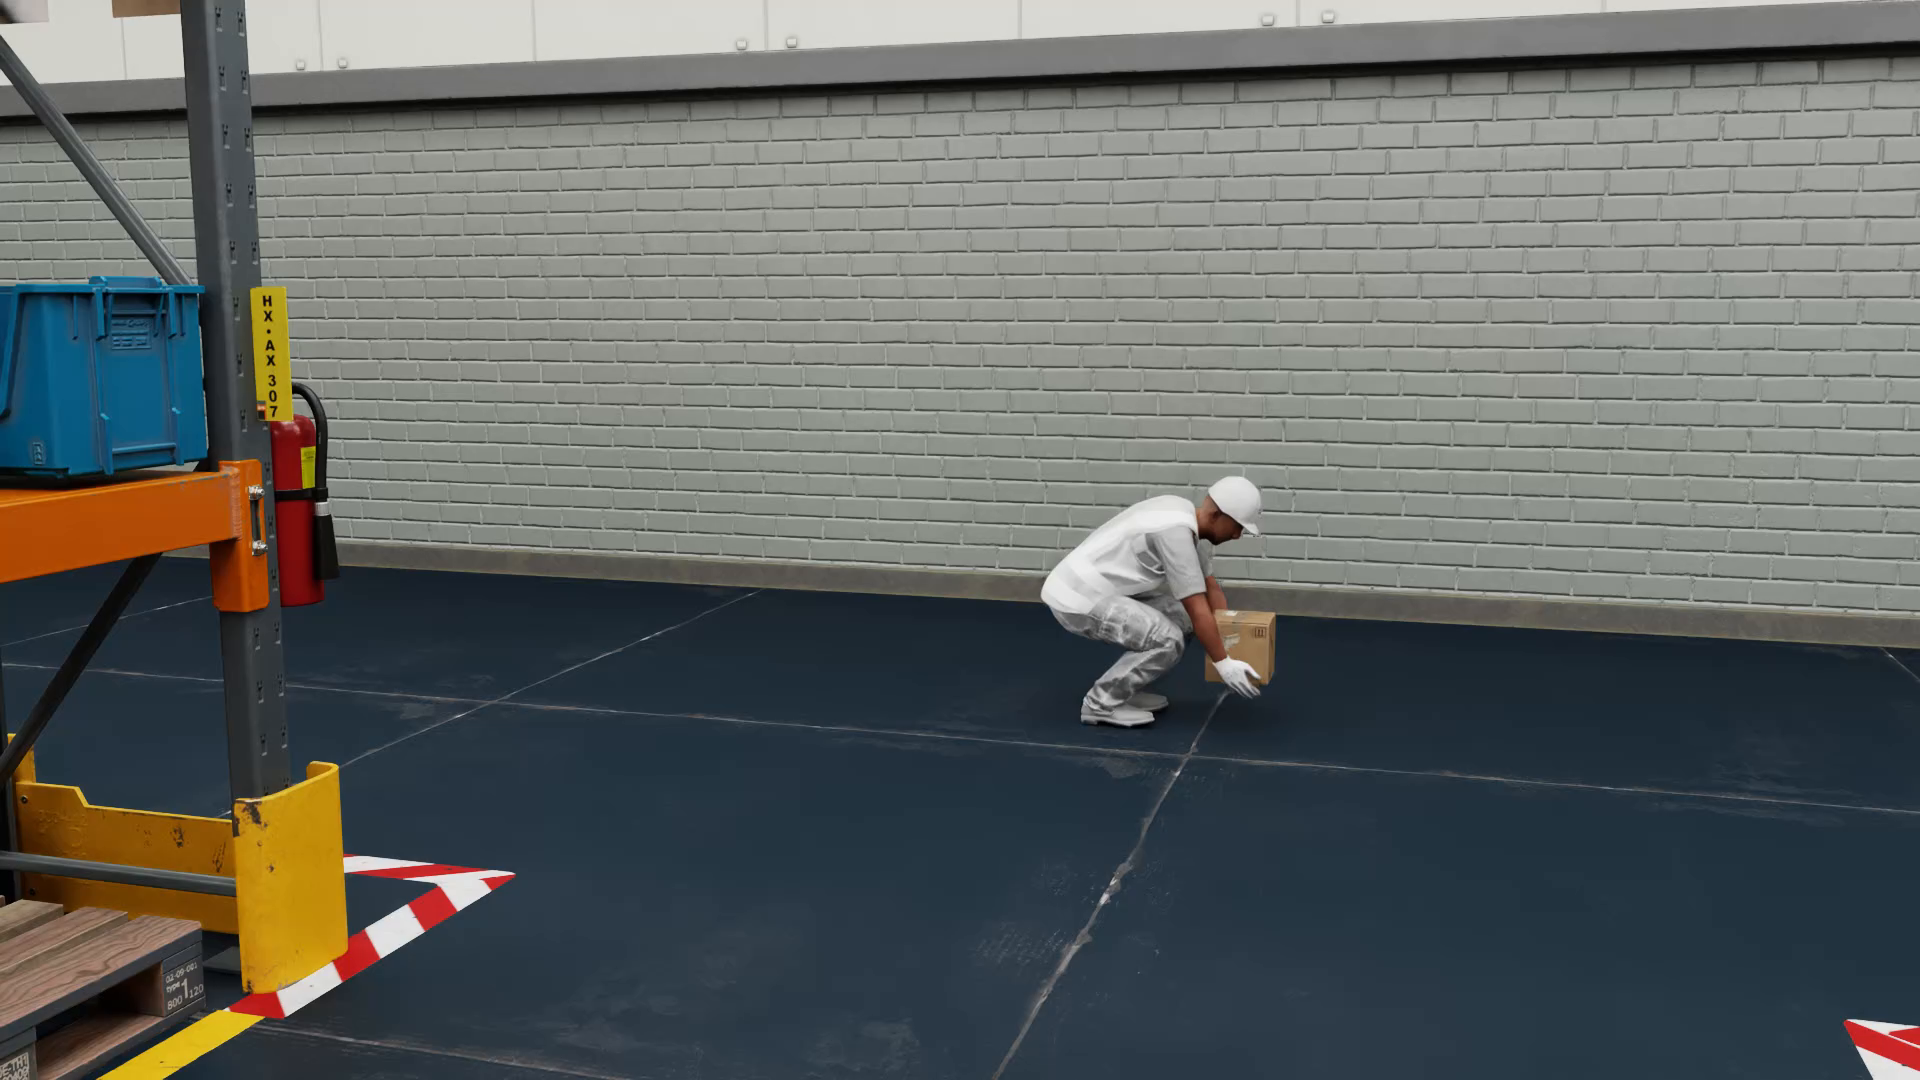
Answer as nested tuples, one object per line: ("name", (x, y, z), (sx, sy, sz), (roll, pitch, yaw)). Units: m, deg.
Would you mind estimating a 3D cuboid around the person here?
("person", (0.805, 0.237, 6.834), (0.911, 1.013, 0.575), (2, 9, 16))
